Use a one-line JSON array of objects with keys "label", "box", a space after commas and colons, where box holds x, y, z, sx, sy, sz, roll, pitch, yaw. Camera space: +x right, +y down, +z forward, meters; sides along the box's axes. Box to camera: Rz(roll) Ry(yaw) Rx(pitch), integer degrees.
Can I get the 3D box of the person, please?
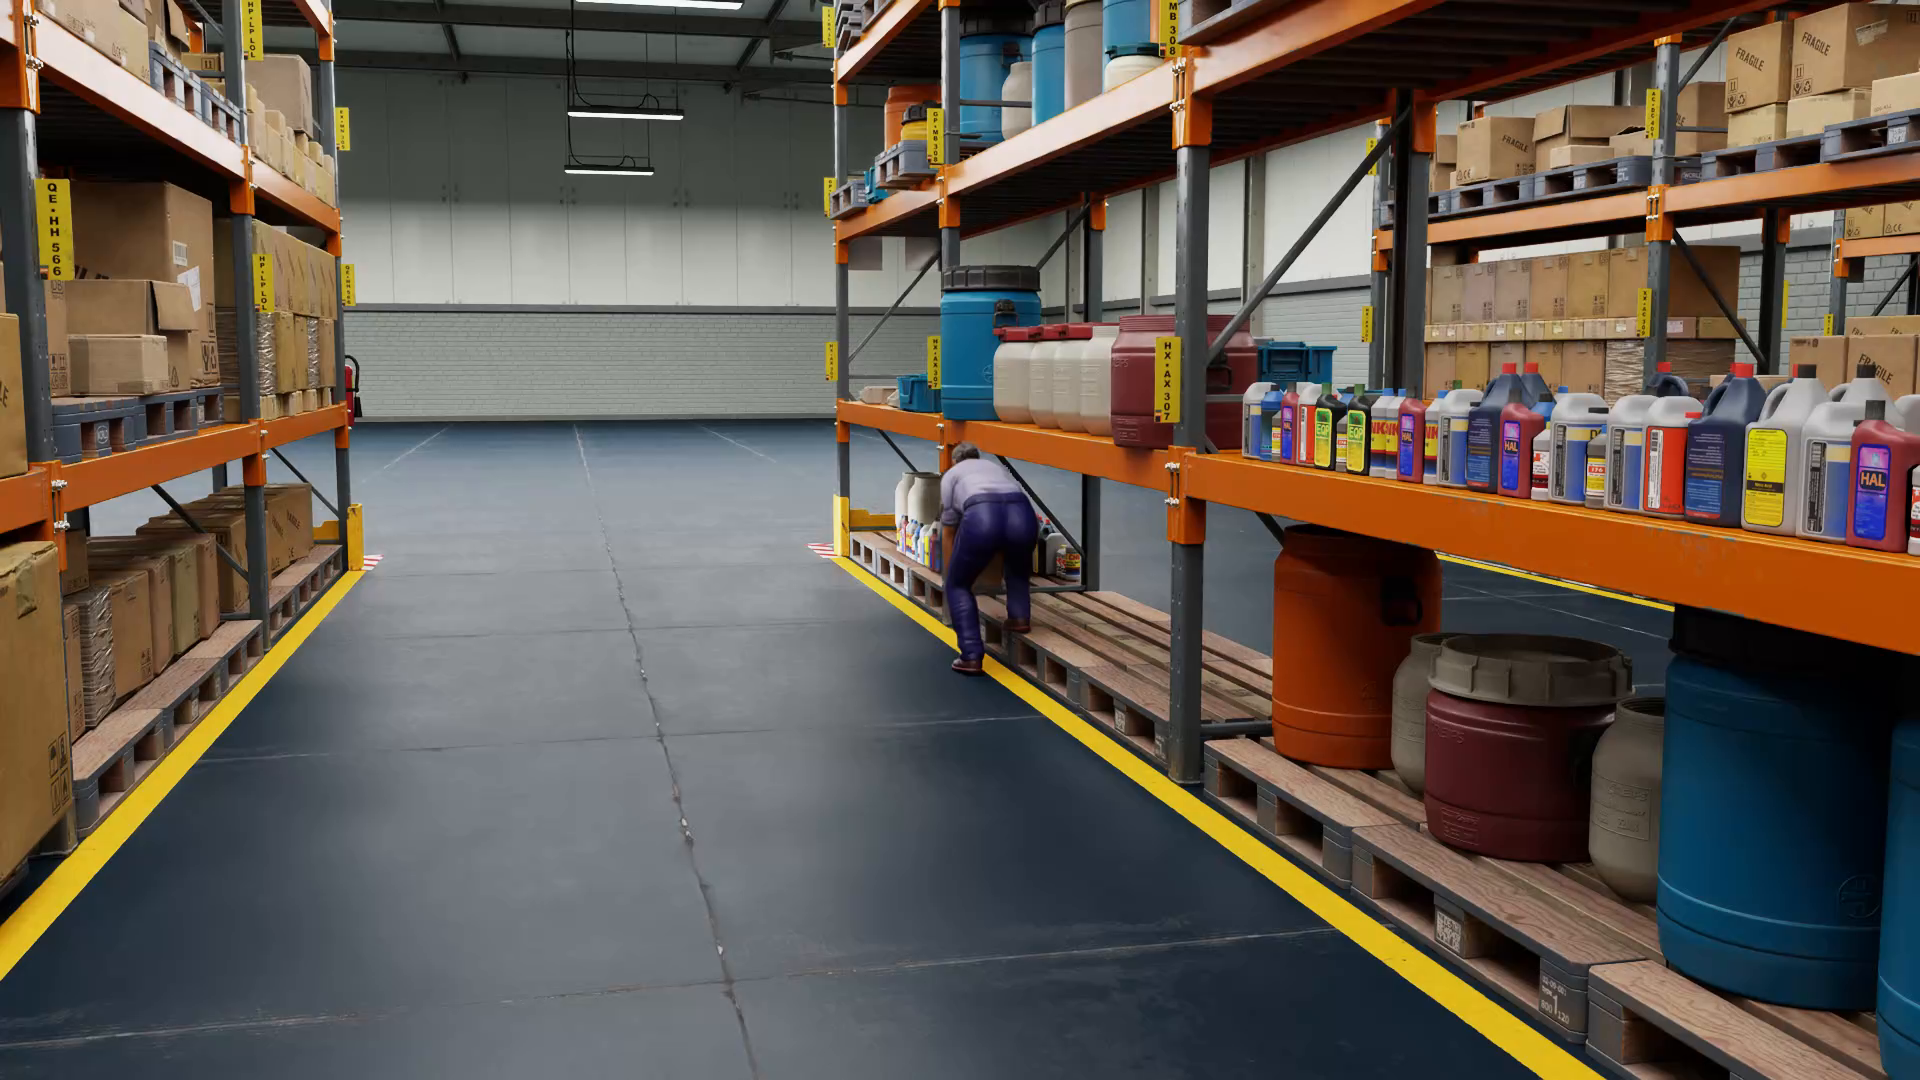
[{"label": "person", "box": [0.147, 0.088, 9.017, 0.513, 1.199, 0.857, -2, 6, -16]}]
